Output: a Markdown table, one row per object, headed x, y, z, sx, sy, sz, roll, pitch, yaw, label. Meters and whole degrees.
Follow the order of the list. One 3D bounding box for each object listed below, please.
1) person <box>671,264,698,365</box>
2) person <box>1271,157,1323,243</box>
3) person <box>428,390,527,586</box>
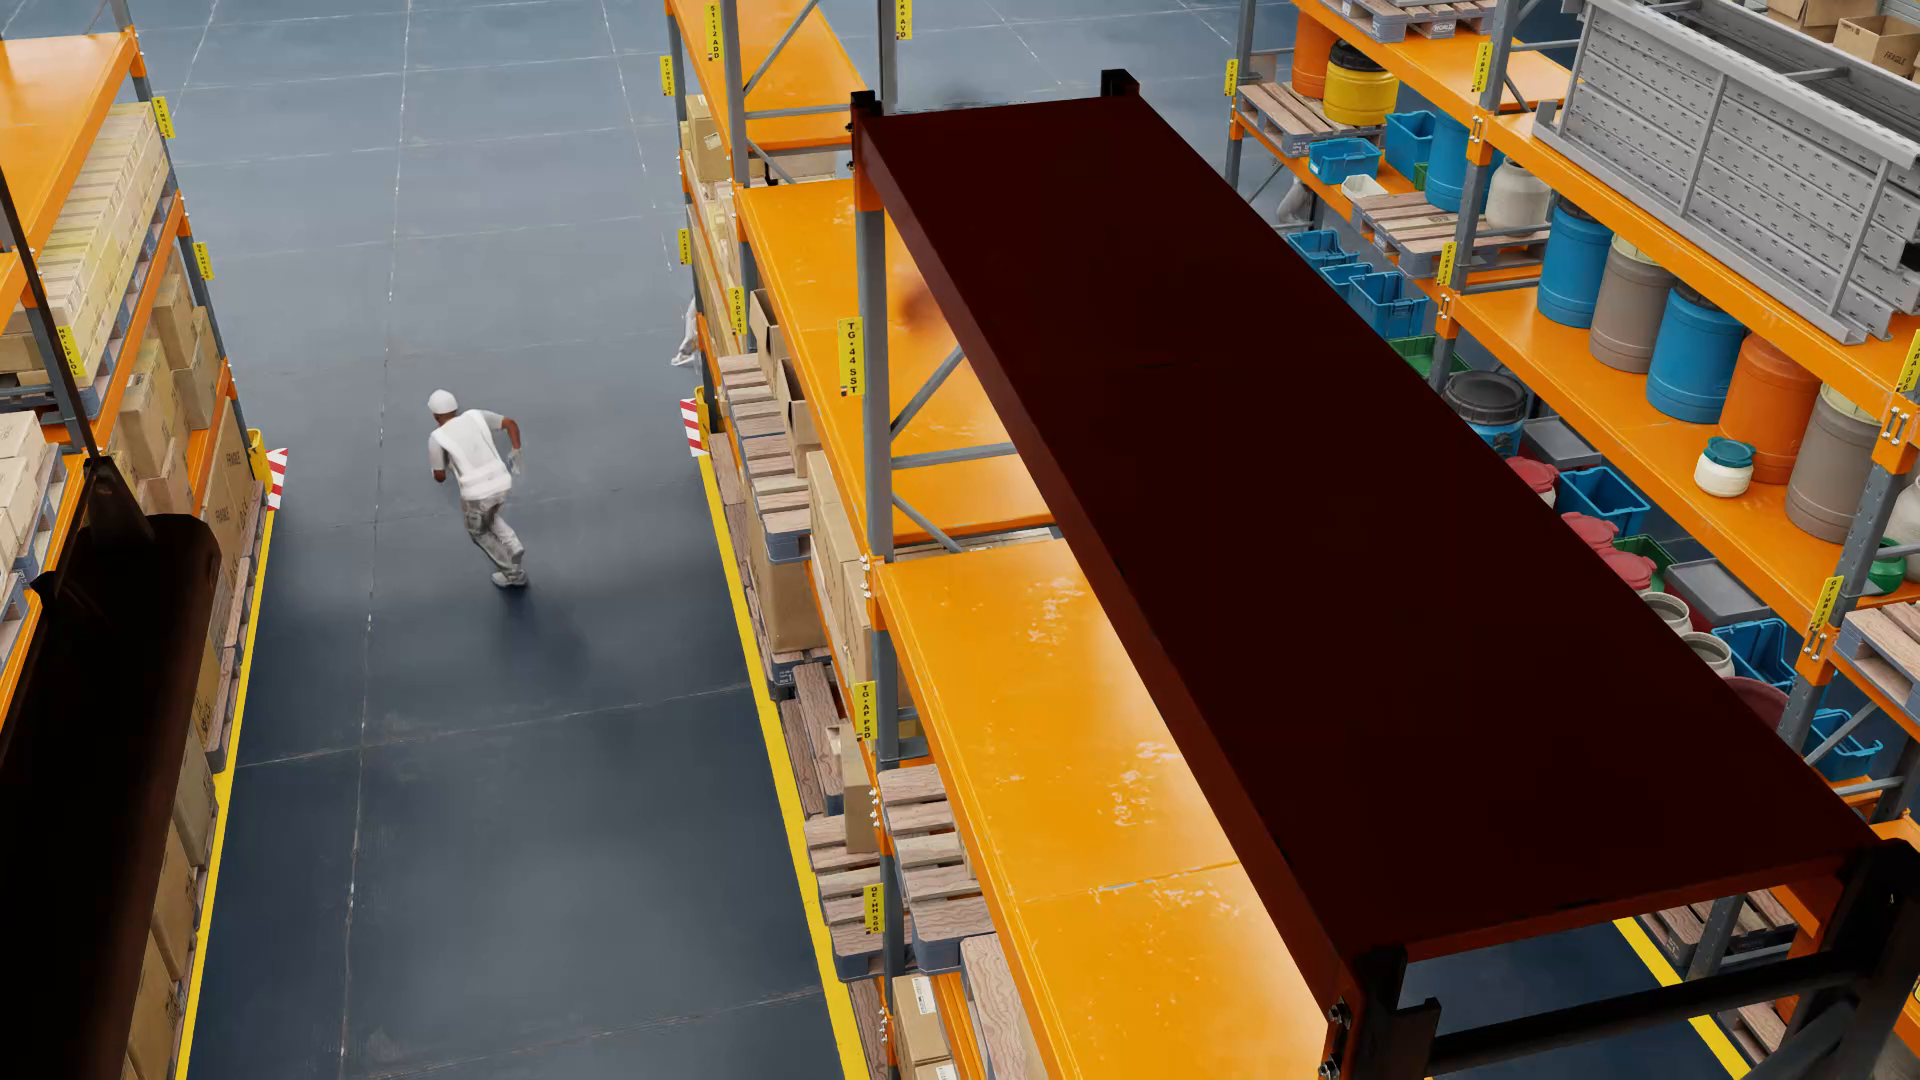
| x | y | z | sx | sy | sz | roll | pitch | yaw | label |
| --- | --- | --- | --- | --- | --- | --- | --- | --- | --- |
| -2.412 | -2.484 | 16.315 | 0.881 | 1.589 | 0.552 | 9 | 36 | 13 | person |
| 3.781 | -3.903 | 18.330 | 0.754 | 1.733 | 0.518 | 5 | 35 | 7 | person |
| -3.842 | -0.439 | 13.332 | 0.819 | 1.591 | 0.716 | 24 | 41 | 31 | person |
